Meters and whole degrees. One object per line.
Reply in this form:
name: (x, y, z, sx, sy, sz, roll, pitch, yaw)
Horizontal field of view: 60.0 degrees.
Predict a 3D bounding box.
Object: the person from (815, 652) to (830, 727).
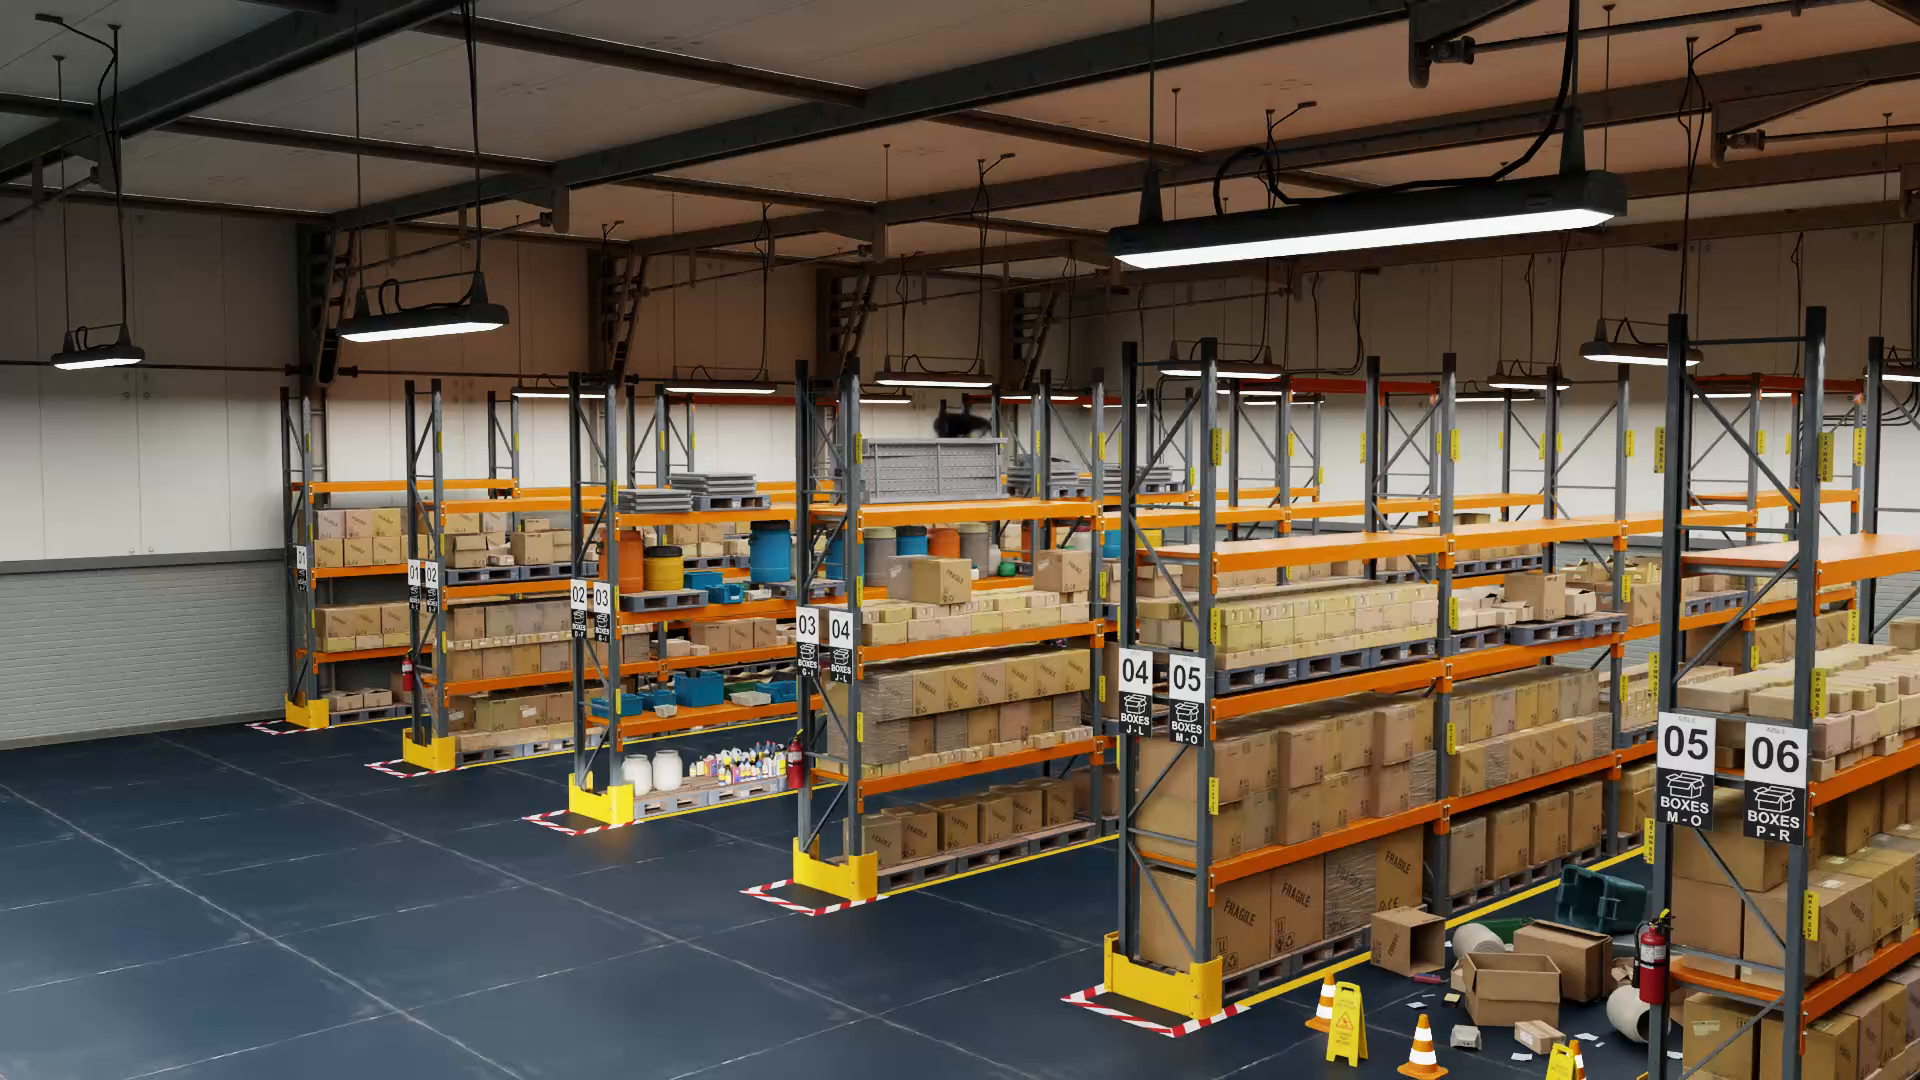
person: (-2.279, 2.459, 29.007, 0.658, 1.800, 0.993, 3, 5, 40)
